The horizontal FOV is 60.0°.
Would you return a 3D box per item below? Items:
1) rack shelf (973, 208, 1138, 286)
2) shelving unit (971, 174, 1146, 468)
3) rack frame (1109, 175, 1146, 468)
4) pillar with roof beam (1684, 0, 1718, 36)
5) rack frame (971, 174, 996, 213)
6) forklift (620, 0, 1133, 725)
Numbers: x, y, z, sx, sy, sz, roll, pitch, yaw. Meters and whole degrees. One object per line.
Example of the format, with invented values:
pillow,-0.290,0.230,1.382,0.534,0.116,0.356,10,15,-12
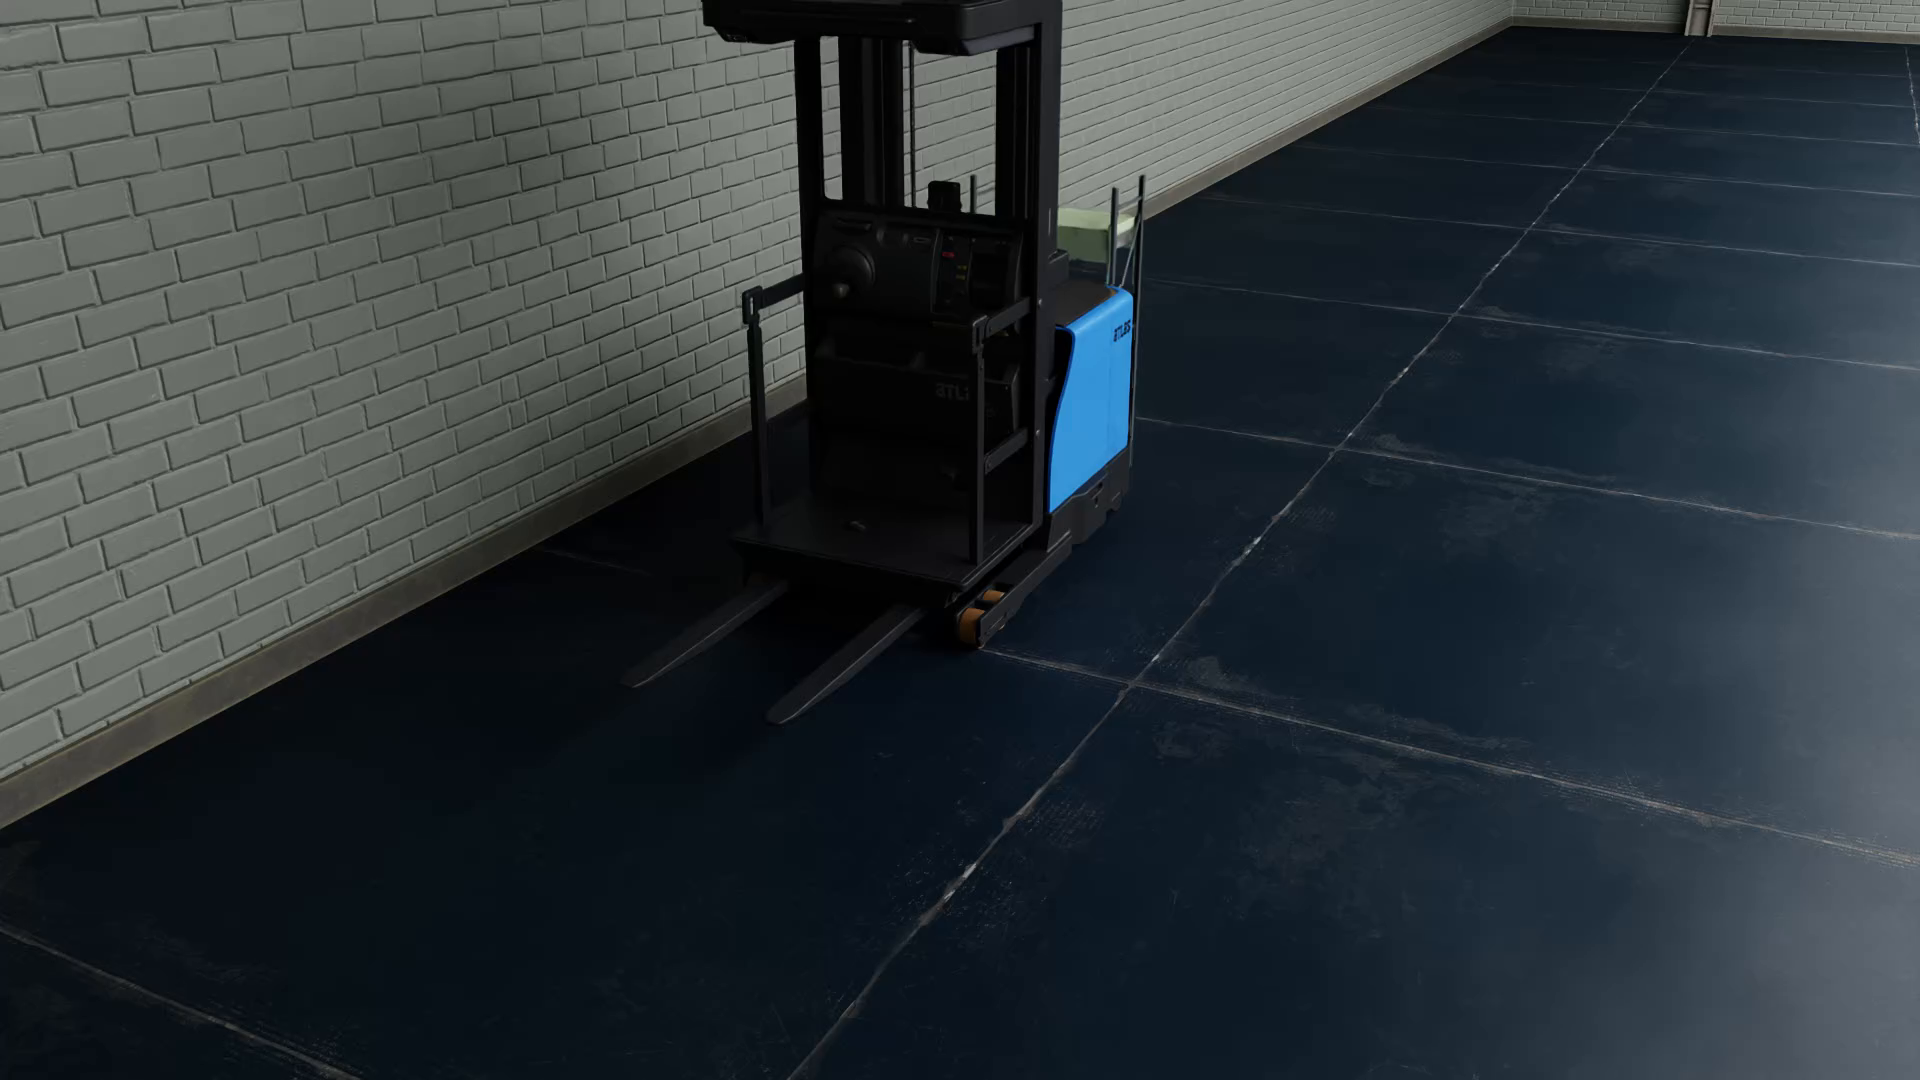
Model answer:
rack shelf,0.476,-1.441,8.215,0.720,0.370,0.431,11,24,24
shelving unit,0.474,-1.079,8.363,0.755,1.500,0.431,11,24,24
rack frame,0.802,-1.016,8.215,0.023,1.500,0.400,11,24,24
pillar with roof beam,10.091,-10.875,21.823,0.400,9.000,9.100,11,25,25
rack frame,0.145,-1.143,8.511,0.023,1.500,0.400,11,24,24
forklift,-0.268,-1.103,6.599,1.130,2.935,3.031,11,25,23
